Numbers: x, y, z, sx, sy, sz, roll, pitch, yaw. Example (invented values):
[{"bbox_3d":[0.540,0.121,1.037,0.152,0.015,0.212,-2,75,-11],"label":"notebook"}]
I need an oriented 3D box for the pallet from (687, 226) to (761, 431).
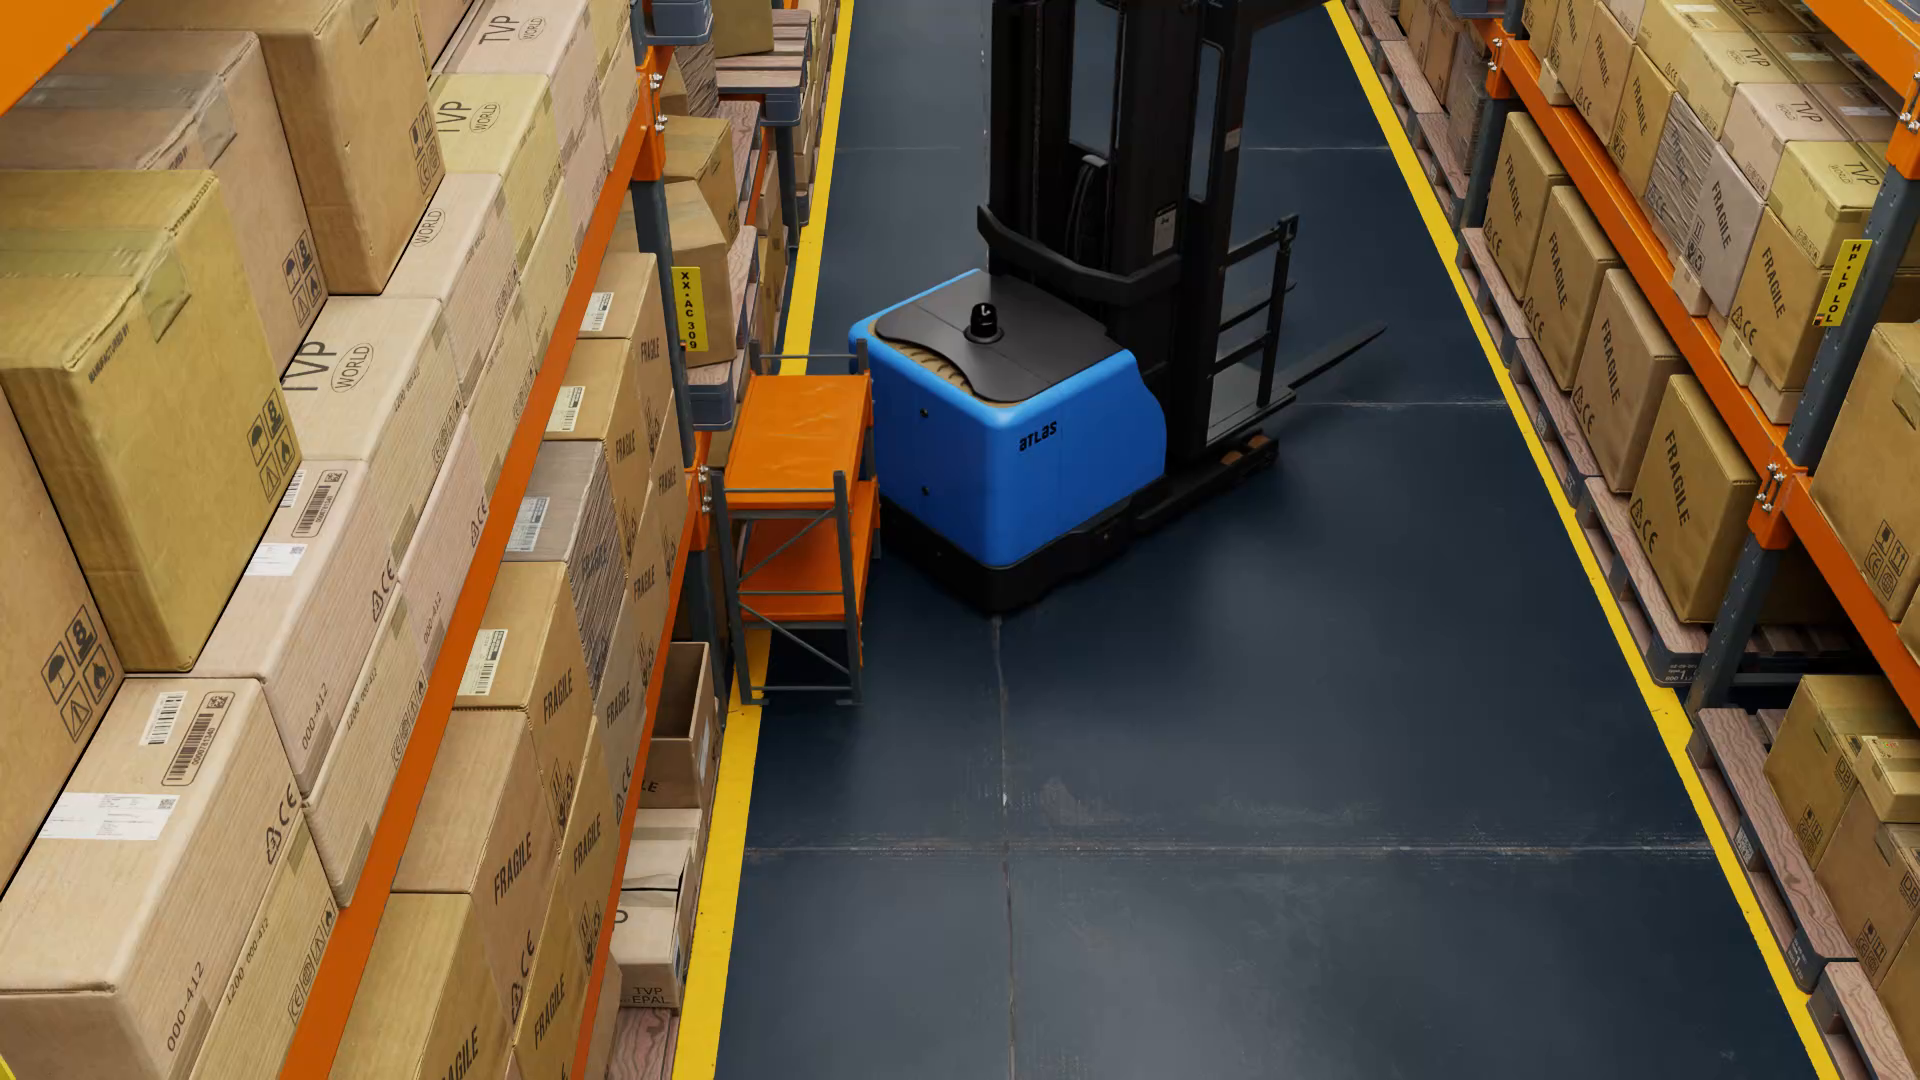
[{"bbox_3d":[-1.351,-0.861,6.580,1.003,0.211,1.213,0,39,0],"label":"pallet"}]

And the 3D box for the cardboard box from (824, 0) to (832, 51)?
[{"bbox_3d":[-1.178,-3.635,11.750,0.500,0.250,0.500,1,39,1],"label":"cardboard box"}]

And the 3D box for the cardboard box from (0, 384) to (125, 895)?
[{"bbox_3d":[-1.472,0.144,1.894,0.700,0.500,0.500,0,39,0],"label":"cardboard box"}]

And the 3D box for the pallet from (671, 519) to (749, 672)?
[{"bbox_3d":[-1.498,0.143,7.403,1.003,0.211,1.213,0,39,0],"label":"pallet"}]

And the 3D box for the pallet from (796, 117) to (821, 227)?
[{"bbox_3d":[-1.426,-2.365,10.532,1.003,0.211,1.213,0,39,0],"label":"pallet"}]

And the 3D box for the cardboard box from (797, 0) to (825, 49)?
[{"bbox_3d":[-1.179,-3.544,11.189,0.500,0.311,0.500,0,39,-1],"label":"cardboard box"}]

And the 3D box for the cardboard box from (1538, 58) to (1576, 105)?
[{"bbox_3d":[3.166,-2.324,8.436,0.380,0.149,0.250,1,39,1],"label":"cardboard box"}]

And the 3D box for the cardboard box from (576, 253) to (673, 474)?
[{"bbox_3d":[-1.200,-0.550,5.158,0.500,0.500,0.500,0,39,0],"label":"cardboard box"}]

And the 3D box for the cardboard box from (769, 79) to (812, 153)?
[{"bbox_3d":[-1.171,-2.575,9.980,0.500,0.311,0.500,1,39,1],"label":"cardboard box"}]

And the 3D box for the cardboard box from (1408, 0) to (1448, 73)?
[{"bbox_3d":[3.513,-3.539,11.415,0.700,0.500,0.500,0,39,0],"label":"cardboard box"}]

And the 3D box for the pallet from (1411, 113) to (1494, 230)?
[{"bbox_3d":[3.490,-2.344,10.507,1.003,0.211,1.213,0,39,0],"label":"pallet"}]

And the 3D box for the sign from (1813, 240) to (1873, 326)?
[{"bbox_3d":[2.952,-0.857,5.558,0.100,0.325,0.005,0,39,0],"label":"sign"}]

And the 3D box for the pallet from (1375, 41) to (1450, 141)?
[{"bbox_3d":[3.492,-3.105,11.456,1.003,0.211,1.213,0,39,0],"label":"pallet"}]

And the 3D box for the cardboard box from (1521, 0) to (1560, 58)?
[{"bbox_3d":[3.234,-2.803,8.515,0.500,0.500,0.500,1,39,1],"label":"cardboard box"}]

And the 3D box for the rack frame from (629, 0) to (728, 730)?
[{"bbox_3d":[-1.459,-0.436,5.896,1.000,3.000,0.127,0,39,0],"label":"rack frame"}]

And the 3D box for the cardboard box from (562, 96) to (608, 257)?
[{"bbox_3d":[-1.203,-0.932,4.236,0.500,0.250,0.500,0,39,0],"label":"cardboard box"}]

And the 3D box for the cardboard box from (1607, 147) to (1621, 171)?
[{"bbox_3d":[3.288,-1.843,7.836,0.380,0.149,0.250,1,39,1],"label":"cardboard box"}]

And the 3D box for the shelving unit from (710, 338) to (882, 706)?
[{"bbox_3d":[-0.643,-0.086,6.899,0.538,1.125,1.048,0,35,3],"label":"shelving unit"}]

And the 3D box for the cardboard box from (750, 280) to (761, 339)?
[{"bbox_3d":[-1.219,-1.167,7.855,0.500,0.250,0.500,-1,39,-1],"label":"cardboard box"}]

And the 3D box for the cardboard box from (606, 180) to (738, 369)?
[{"bbox_3d":[-1.236,-0.936,6.103,0.700,0.500,0.500,-13,40,-15],"label":"cardboard box"}]

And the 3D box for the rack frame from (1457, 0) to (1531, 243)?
[{"bbox_3d":[3.490,-2.944,9.025,1.000,3.000,0.127,0,39,0],"label":"rack frame"}]

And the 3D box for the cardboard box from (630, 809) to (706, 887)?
[{"bbox_3d":[-1.115,1.095,5.913,0.380,0.149,0.250,0,39,0],"label":"cardboard box"}]

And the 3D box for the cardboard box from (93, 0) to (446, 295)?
[{"bbox_3d":[-1.402,-0.794,3.064,0.700,0.500,0.500,0,39,0],"label":"cardboard box"}]

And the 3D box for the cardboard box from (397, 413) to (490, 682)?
[{"bbox_3d":[-1.191,0.006,3.065,0.500,0.250,0.500,0,39,0],"label":"cardboard box"}]

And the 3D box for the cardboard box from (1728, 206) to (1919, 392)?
[{"bbox_3d":[3.242,-0.894,6.133,0.500,0.500,0.500,-1,39,-1],"label":"cardboard box"}]

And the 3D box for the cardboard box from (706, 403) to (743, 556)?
[{"bbox_3d":[-1.228,-0.269,7.334,0.500,0.500,0.500,0,39,1],"label":"cardboard box"}]

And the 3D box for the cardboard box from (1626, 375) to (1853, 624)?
[{"bbox_3d":[3.364,-0.174,6.951,0.750,0.750,0.750,0,39,0],"label":"cardboard box"}]

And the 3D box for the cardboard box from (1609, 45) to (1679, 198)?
[{"bbox_3d":[3.233,-1.839,7.313,0.500,0.500,0.500,1,39,1],"label":"cardboard box"}]

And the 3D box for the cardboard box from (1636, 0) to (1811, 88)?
[{"bbox_3d":[3.245,-2.147,7.097,0.500,0.250,0.500,-1,39,-1],"label":"cardboard box"}]

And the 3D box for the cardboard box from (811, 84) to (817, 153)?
[{"bbox_3d":[-1.172,-2.671,10.547,0.500,0.250,0.500,-1,39,-1],"label":"cardboard box"}]

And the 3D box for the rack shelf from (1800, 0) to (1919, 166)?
[{"bbox_3d":[3.492,-2.583,6.751,1.077,0.370,4.000,0,39,0],"label":"rack shelf"}]

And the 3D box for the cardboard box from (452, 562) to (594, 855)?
[{"bbox_3d":[-1.197,0.401,3.972,0.500,0.500,0.500,0,39,0],"label":"cardboard box"}]

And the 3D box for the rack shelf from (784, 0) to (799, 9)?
[{"bbox_3d":[-1.466,-3.908,10.803,1.077,0.370,4.000,0,39,0],"label":"rack shelf"}]

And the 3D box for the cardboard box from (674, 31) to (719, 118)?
[{"bbox_3d":[-1.540,-2.175,7.650,0.700,0.500,0.500,7,39,8],"label":"cardboard box"}]

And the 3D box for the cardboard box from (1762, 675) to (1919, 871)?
[{"bbox_3d":[3.393,0.837,5.970,0.700,0.500,0.500,0,39,1],"label":"cardboard box"}]

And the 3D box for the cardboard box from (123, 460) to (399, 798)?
[{"bbox_3d":[-1.189,0.124,2.518,0.500,0.250,0.500,0,39,0],"label":"cardboard box"}]

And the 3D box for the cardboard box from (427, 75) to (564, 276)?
[{"bbox_3d":[-1.192,-0.814,3.689,0.500,0.250,0.500,0,39,0],"label":"cardboard box"}]

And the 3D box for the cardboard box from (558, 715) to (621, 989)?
[{"bbox_3d":[-1.194,0.799,4.274,0.500,0.500,0.500,0,39,1],"label":"cardboard box"}]

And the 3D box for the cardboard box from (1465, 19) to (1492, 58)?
[{"bbox_3d":[3.499,-3.239,10.441,0.500,0.250,0.500,1,39,1],"label":"cardboard box"}]

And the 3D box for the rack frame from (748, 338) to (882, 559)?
[{"bbox_3d":[-0.626,-0.381,7.312,0.500,1.125,0.032,0,35,3],"label":"rack frame"}]

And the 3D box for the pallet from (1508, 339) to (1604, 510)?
[{"bbox_3d":[3.414,-0.602,8.332,1.003,0.211,1.213,0,39,0],"label":"pallet"}]

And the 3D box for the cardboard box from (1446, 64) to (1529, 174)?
[{"bbox_3d":[3.437,-2.590,10.231,0.700,0.500,0.500,0,39,1],"label":"cardboard box"}]

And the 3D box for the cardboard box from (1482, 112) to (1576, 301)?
[{"bbox_3d":[3.359,-1.809,8.992,0.750,0.750,0.750,-1,39,-1],"label":"cardboard box"}]

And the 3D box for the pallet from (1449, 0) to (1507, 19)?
[{"bbox_3d":[3.382,-3.315,9.641,1.213,0.211,1.003,0,39,0],"label":"pallet"}]

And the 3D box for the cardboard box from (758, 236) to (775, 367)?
[{"bbox_3d":[-1.228,-1.226,8.528,0.500,0.500,0.500,-1,39,-2],"label":"cardboard box"}]

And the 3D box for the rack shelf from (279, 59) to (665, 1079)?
[{"bbox_3d":[-1.457,-0.076,3.622,1.077,0.370,4.000,0,39,0],"label":"rack shelf"}]

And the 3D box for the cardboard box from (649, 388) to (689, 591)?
[{"bbox_3d":[-1.202,-0.163,5.475,0.500,0.500,0.500,1,39,1],"label":"cardboard box"}]

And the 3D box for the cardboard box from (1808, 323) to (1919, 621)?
[{"bbox_3d":[3.479,-0.220,5.386,0.980,0.700,0.700,1,39,1],"label":"cardboard box"}]

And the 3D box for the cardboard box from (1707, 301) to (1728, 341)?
[{"bbox_3d":[3.232,-0.883,6.638,0.380,0.149,0.250,1,39,1],"label":"cardboard box"}]

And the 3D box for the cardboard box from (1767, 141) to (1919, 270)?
[{"bbox_3d":[3.238,-1.190,5.903,0.500,0.250,0.500,1,39,1],"label":"cardboard box"}]

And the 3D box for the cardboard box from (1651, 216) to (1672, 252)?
[{"bbox_3d":[3.253,-1.358,7.231,0.380,0.149,0.250,-1,39,-1],"label":"cardboard box"}]

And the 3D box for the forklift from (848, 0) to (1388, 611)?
[{"bbox_3d":[0.926,-1.630,7.440,3.031,2.935,1.130,-30,47,-32],"label":"forklift"}]
